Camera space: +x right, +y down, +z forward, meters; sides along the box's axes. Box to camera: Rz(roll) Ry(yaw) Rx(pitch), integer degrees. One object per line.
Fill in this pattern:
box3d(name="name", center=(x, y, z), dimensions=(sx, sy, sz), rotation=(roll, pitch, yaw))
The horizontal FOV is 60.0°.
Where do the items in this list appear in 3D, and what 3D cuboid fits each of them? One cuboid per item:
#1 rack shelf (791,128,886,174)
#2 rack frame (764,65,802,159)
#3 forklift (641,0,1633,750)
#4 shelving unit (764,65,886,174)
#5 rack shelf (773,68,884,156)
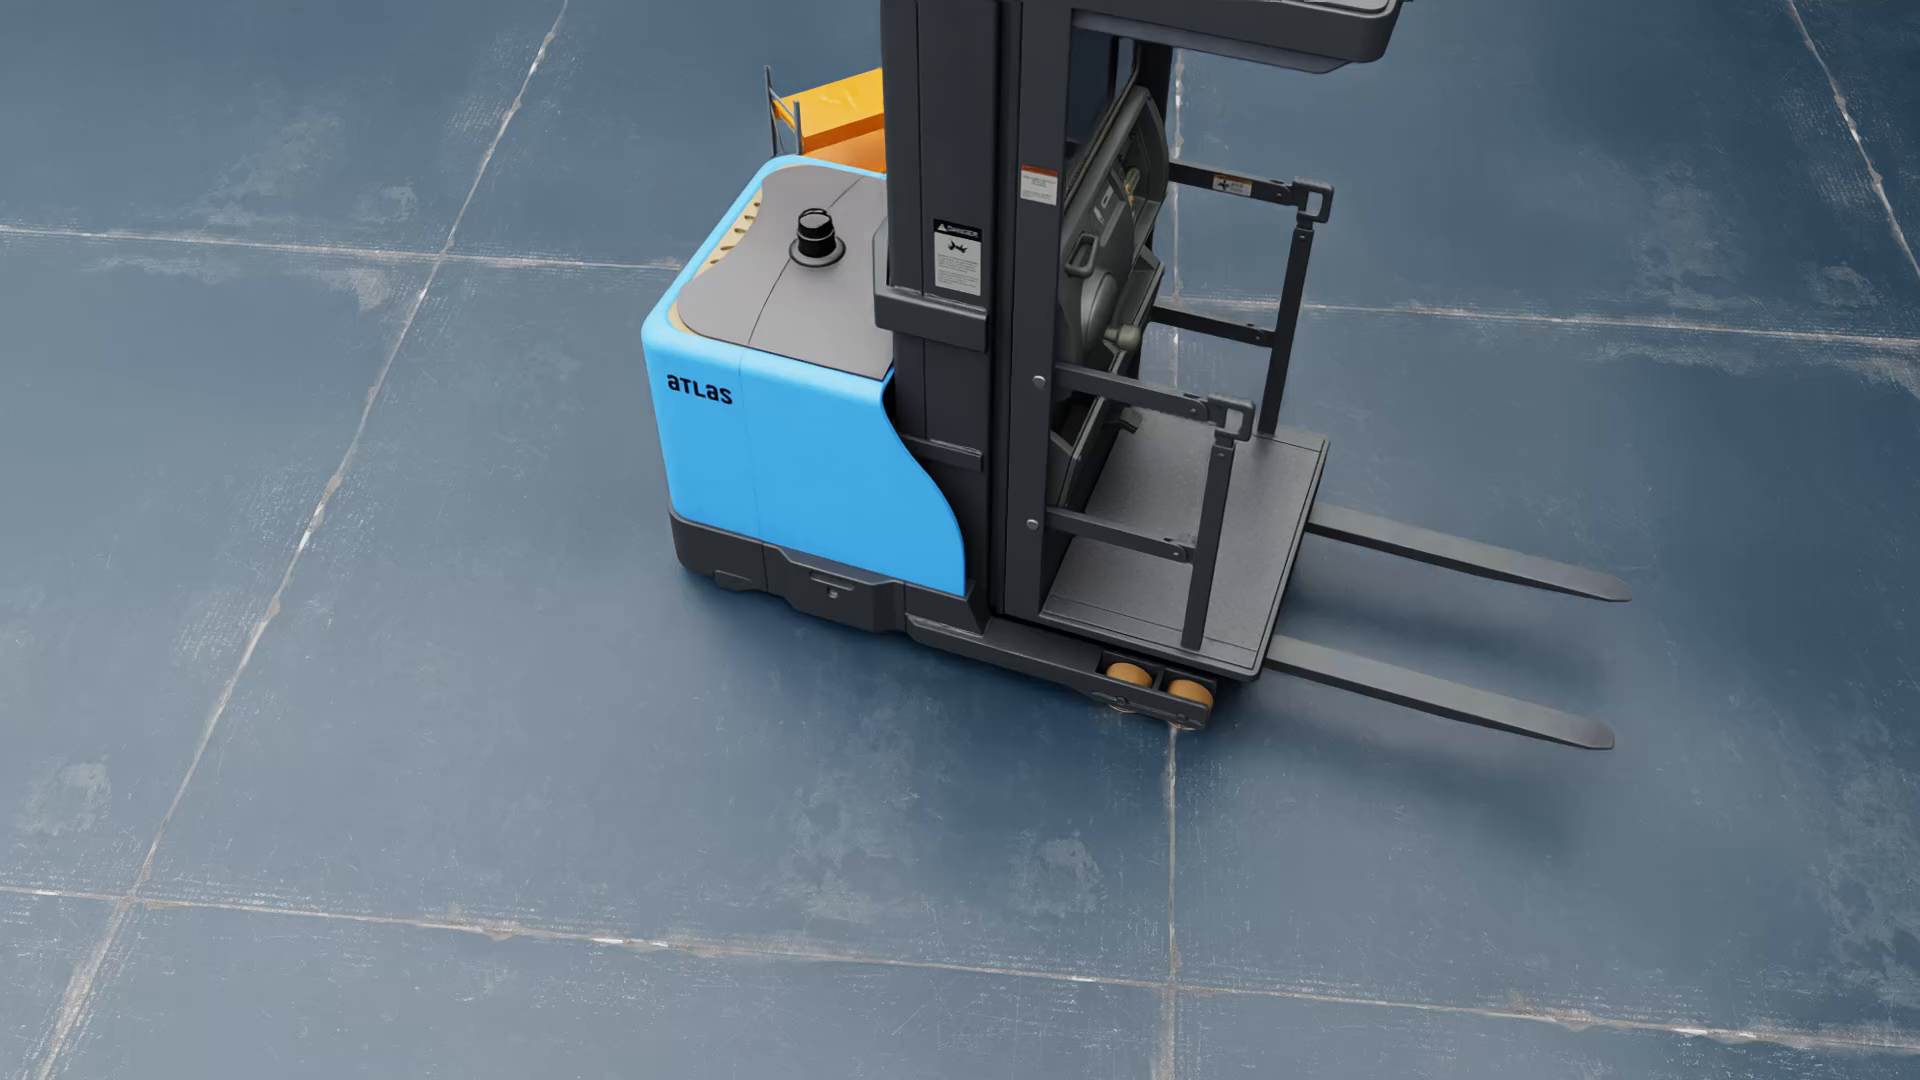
box3d(name="rack shelf", center=(-0.384, -1.307, 5.916), dimensions=(0.480, 0.148, 0.258), rotation=(-23, 53, -20))
box3d(name="rack frame", center=(-0.598, -1.114, 5.952), dimensions=(0.015, 1.200, 0.240), rotation=(-23, 53, -20))
box3d(name="forklift", center=(0.613, -0.841, 4.533), dimensions=(3.031, 2.935, 1.130), rotation=(15, 49, 13))
box3d(name="shelving unit", center=(-0.386, -1.204, 6.034), dimensions=(0.503, 1.200, 0.258), rotation=(-23, 53, -20))
box3d(name="rack shelf", center=(-0.382, -1.463, 5.739), dimensions=(0.480, 0.148, 0.258), rotation=(-23, 53, -20))
